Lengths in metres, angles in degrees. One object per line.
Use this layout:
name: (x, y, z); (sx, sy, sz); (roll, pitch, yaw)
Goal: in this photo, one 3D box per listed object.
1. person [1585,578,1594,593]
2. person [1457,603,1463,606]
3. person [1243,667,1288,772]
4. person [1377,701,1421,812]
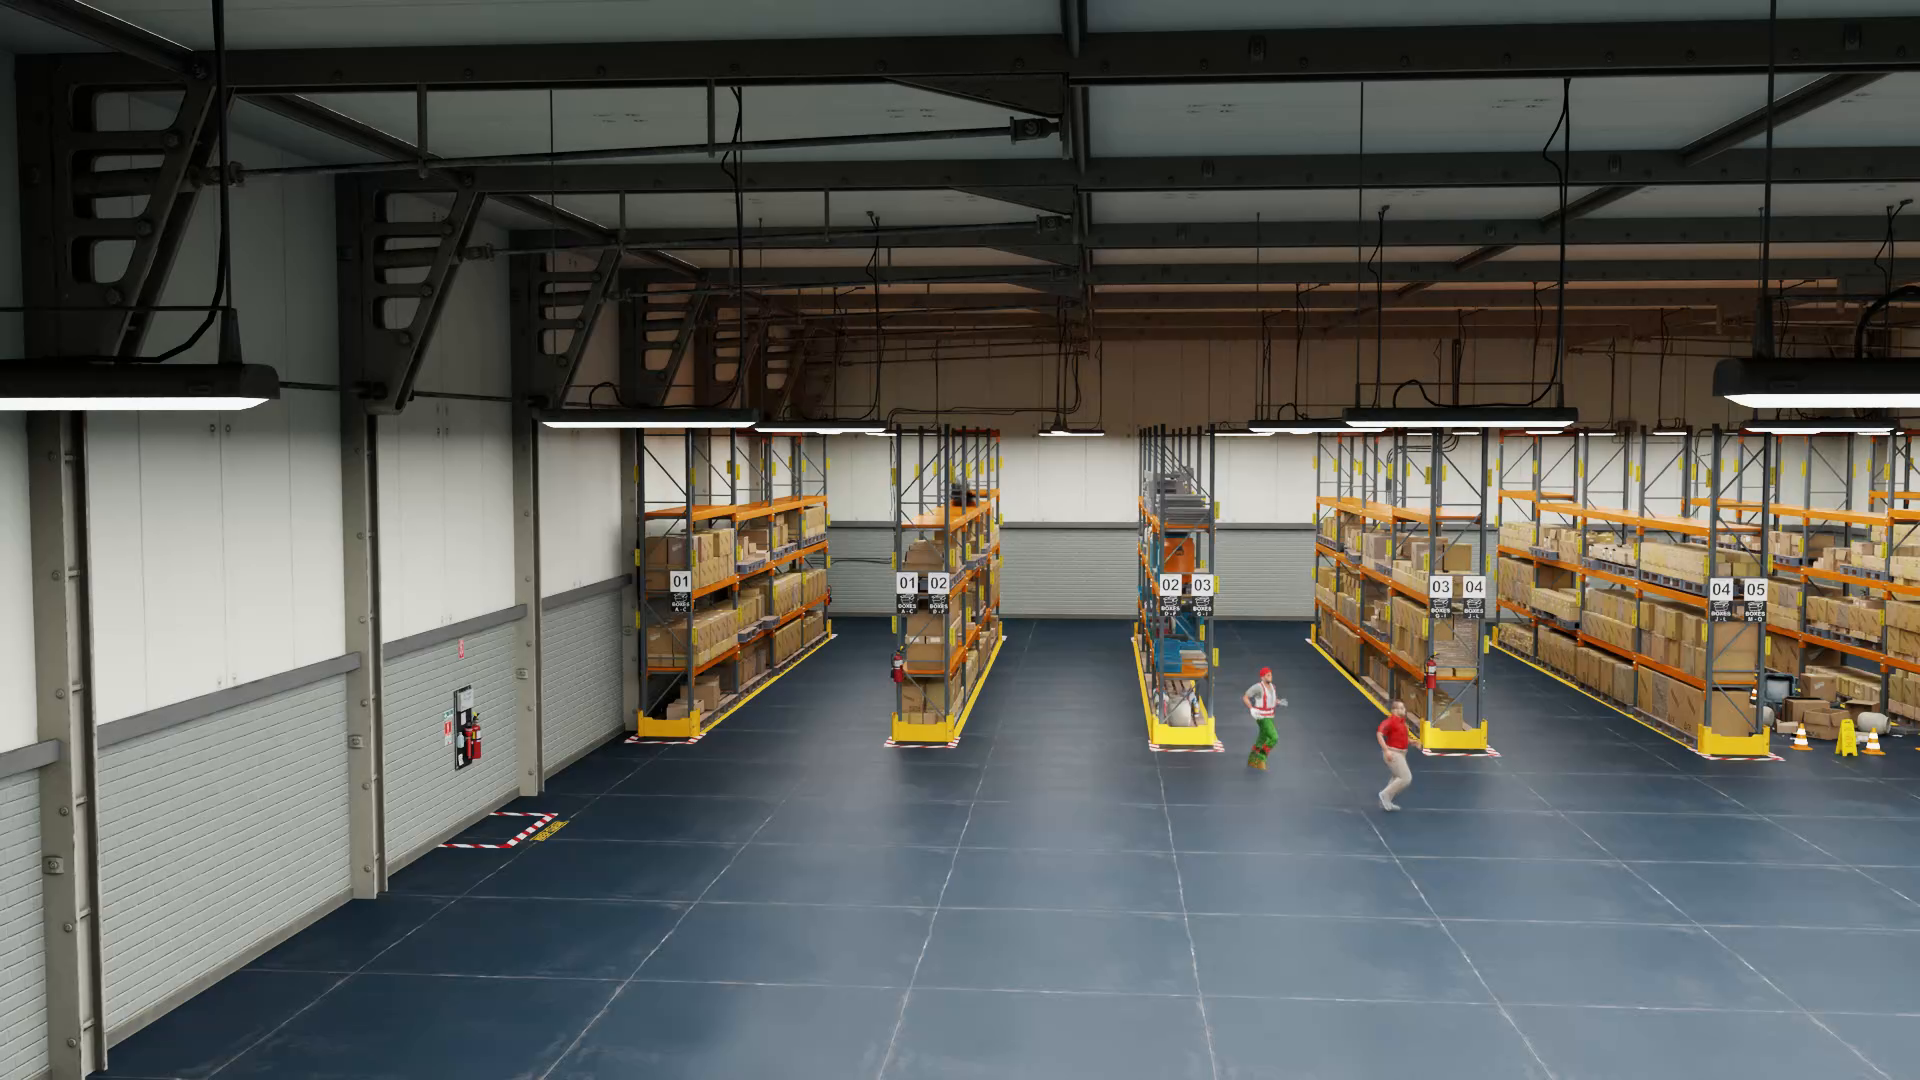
person: (17.770, 1.969, 47.304); (0.701, 1.810, 0.707); (0, 3, 5)
person: (13.555, 2.136, 45.328); (0.612, 1.744, 0.627); (1, 4, 17)
person: (5.298, 3.095, 28.712); (0.709, 1.806, 0.620); (3, 5, 40)
person: (6.747, 3.318, 25.530); (0.605, 1.694, 0.668); (2, 4, 28)
